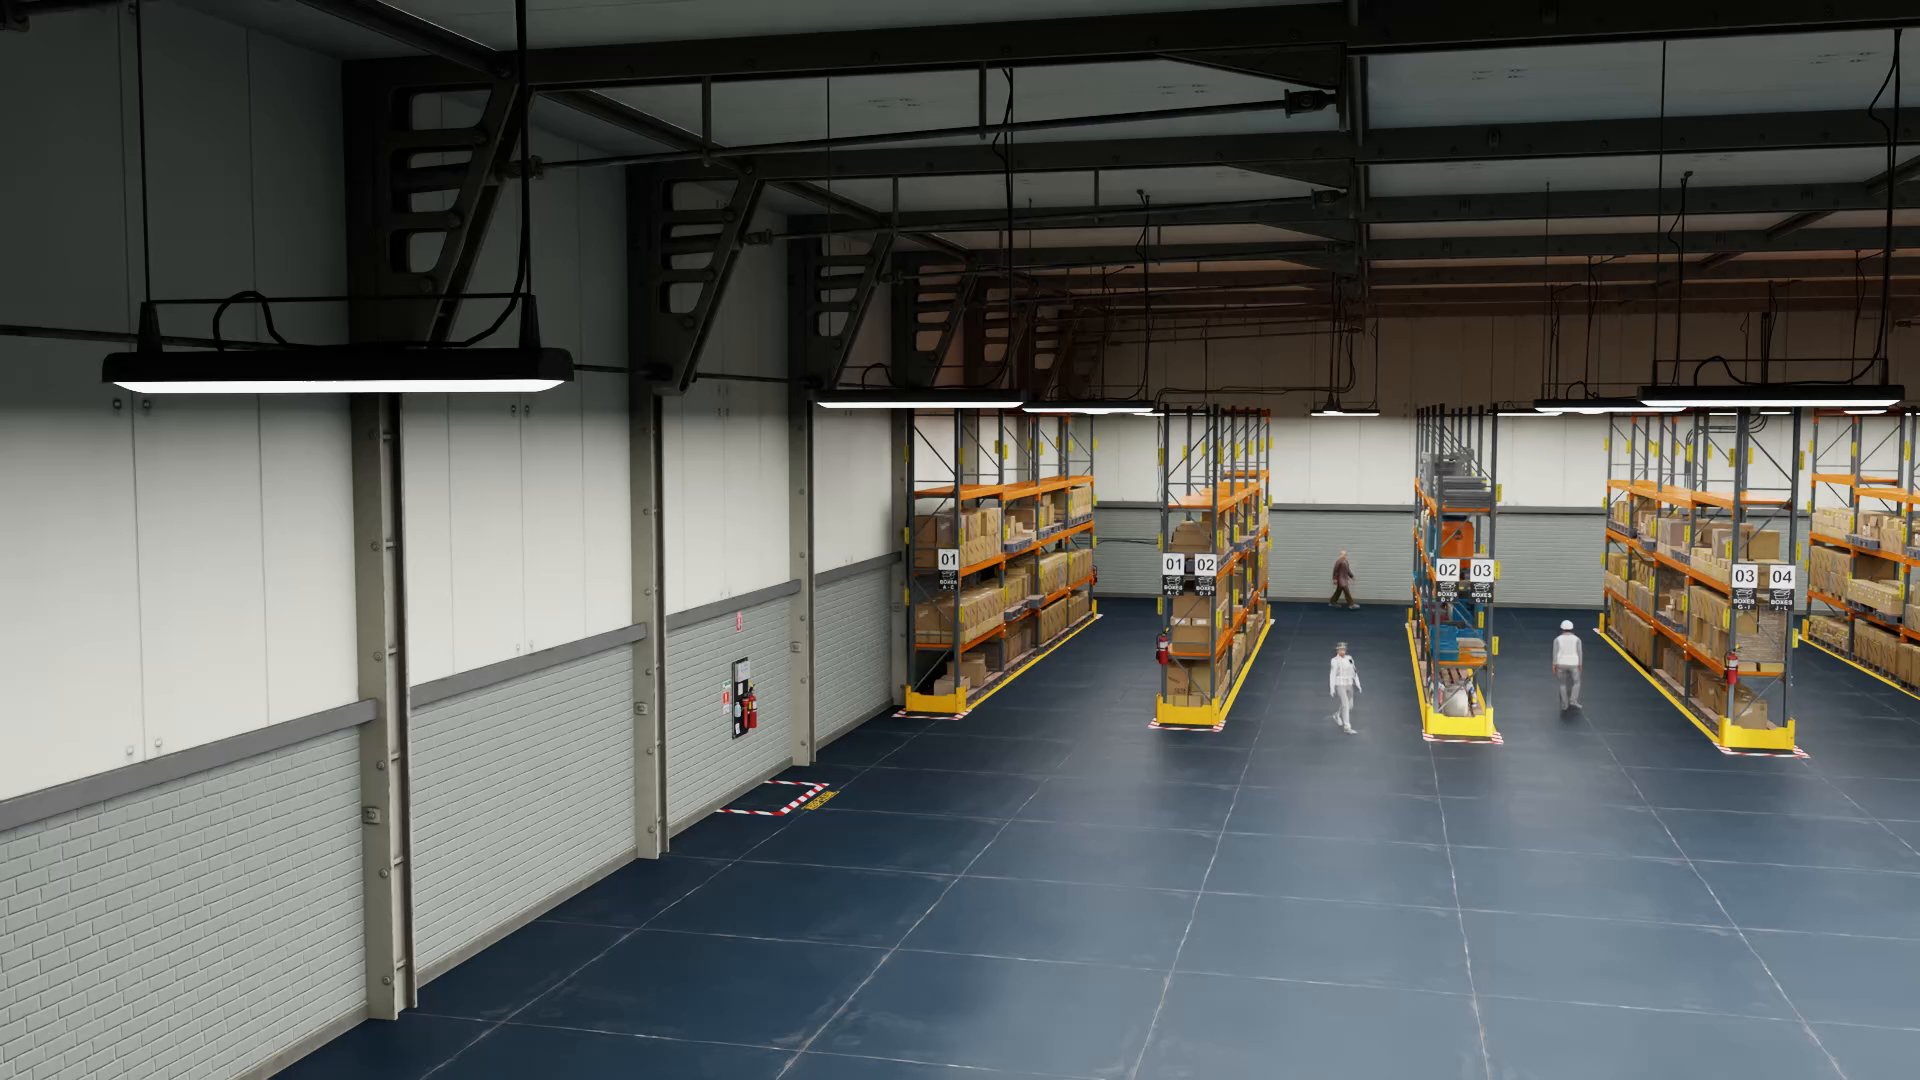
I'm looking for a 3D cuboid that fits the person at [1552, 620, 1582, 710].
[{"bbox_3d":[11.945,2.464,32.689,0.573,1.773,0.535,1,4,17],"label":"person"}]

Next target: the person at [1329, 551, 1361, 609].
[{"bbox_3d":[11.616,1.189,50.078,1.098,1.725,0.586,3,5,38],"label":"person"}]

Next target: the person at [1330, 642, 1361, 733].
[{"bbox_3d":[7.060,2.682,30.510,0.557,1.634,0.756,-2,4,-22],"label":"person"}]
